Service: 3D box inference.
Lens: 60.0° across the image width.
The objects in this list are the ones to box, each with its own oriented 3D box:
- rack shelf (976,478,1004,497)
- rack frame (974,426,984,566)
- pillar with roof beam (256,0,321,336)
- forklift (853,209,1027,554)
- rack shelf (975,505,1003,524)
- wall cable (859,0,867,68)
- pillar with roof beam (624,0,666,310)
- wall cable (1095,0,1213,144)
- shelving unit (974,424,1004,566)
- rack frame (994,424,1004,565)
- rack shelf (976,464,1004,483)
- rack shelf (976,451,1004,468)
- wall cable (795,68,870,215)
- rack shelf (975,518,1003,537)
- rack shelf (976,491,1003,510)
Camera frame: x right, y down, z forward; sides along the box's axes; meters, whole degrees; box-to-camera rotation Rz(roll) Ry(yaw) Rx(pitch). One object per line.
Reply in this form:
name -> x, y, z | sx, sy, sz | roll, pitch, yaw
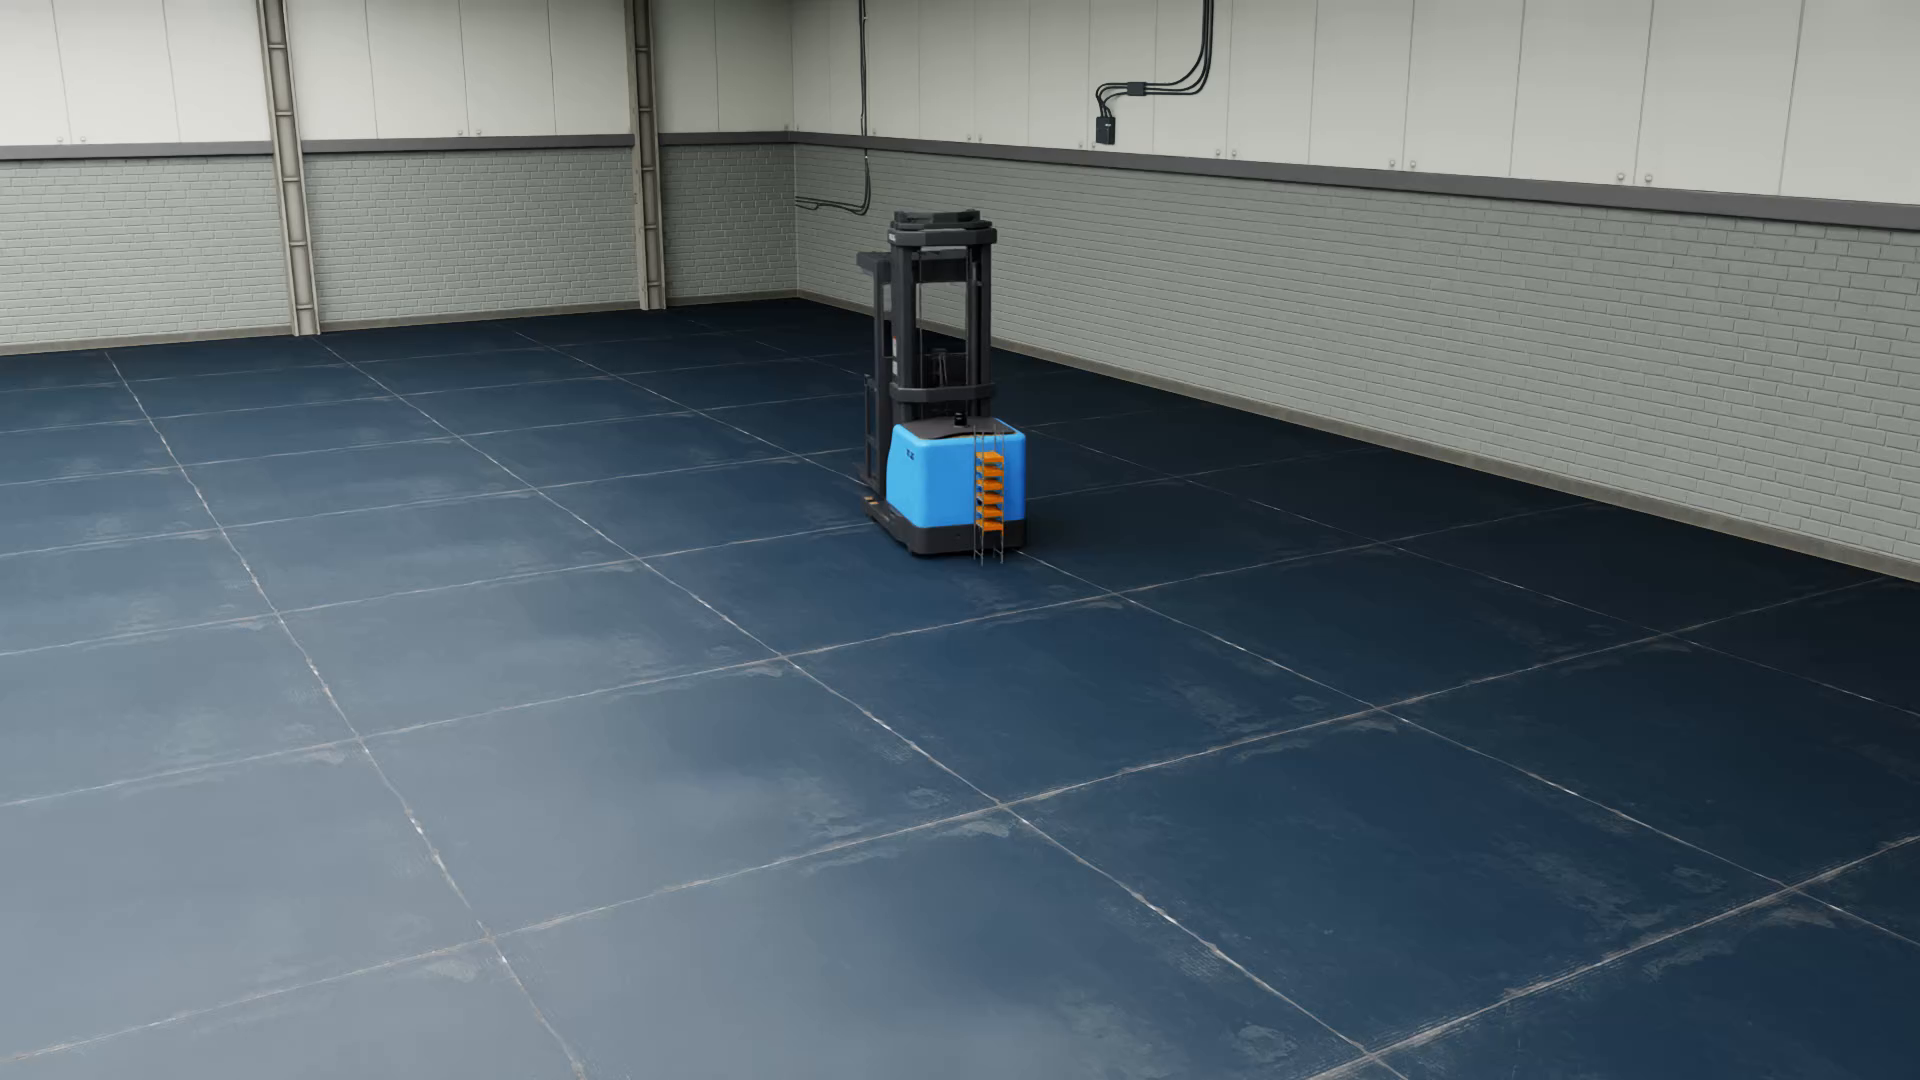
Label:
rack shelf -> 0.250, -0.460, 14.385 | 0.180, 0.103, 0.258 | -5, 17, -17
rack frame -> 0.163, -0.380, 14.379 | 0.006, 1.200, 0.240 | -5, 17, -17
pillar with roof beam -> -8.519, -6.718, 22.544 | 0.400, 9.000, 9.100 | -9, 18, -30
forklift -> -0.330, -1.642, 15.676 | 1.130, 2.935, 3.031 | -5, 16, -17
rack shelf -> 0.250, -0.229, 14.451 | 0.180, 0.103, 0.258 | -5, 17, -17
wall cable -> -0.993, -8.963, 26.947 | 0.112, 2.526, 3.097 | -9, 18, -30
pillar with roof beam -> -3.376, -7.552, 25.520 | 0.400, 9.000, 9.100 | -9, 18, -30
wall cable -> 2.489, -8.091, 21.140 | 0.169, 6.003, 2.305 | -9, 18, -30
shelving unit -> 0.250, -0.387, 14.406 | 0.189, 1.200, 0.258 | -5, 17, -17
rack frame -> 0.337, -0.395, 14.432 | 0.006, 1.200, 0.240 | -5, 17, -17
rack shelf -> 0.251, -0.575, 14.352 | 0.180, 0.103, 0.258 | -5, 17, -17
rack shelf -> 0.251, -0.691, 14.319 | 0.180, 0.103, 0.258 | -5, 17, -17
wall cable -> -2.386, -7.157, 29.861 | 0.112, 2.526, 3.097 | -9, 18, -30
rack shelf -> 0.250, -0.114, 14.484 | 0.180, 0.103, 0.258 | -5, 17, -17
rack shelf -> 0.250, -0.344, 14.418 | 0.180, 0.103, 0.258 | -5, 17, -17
